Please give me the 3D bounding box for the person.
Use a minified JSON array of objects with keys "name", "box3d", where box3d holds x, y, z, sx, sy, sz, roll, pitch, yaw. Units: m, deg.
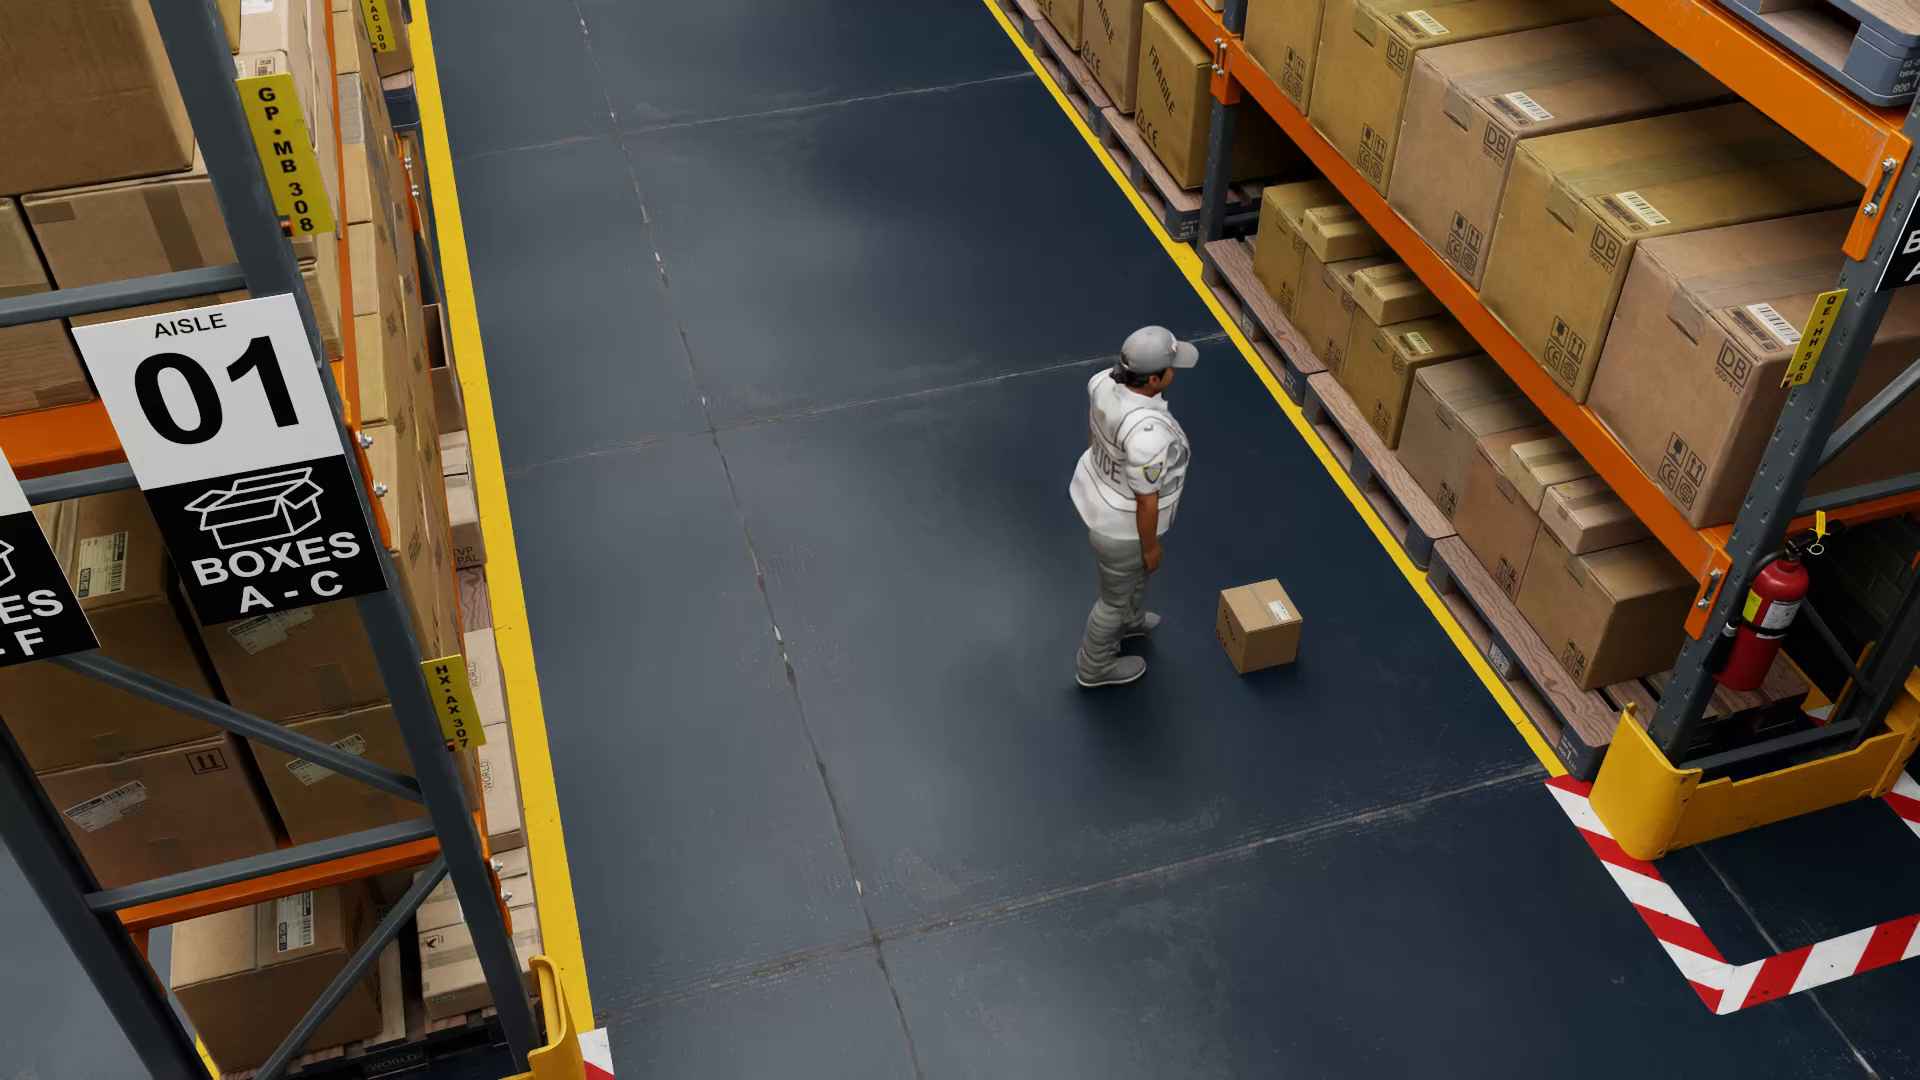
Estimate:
[{"name":"person","box3d":[0.673,-0.100,6.287,0.492,1.706,0.494,-12,44,-12]}]
